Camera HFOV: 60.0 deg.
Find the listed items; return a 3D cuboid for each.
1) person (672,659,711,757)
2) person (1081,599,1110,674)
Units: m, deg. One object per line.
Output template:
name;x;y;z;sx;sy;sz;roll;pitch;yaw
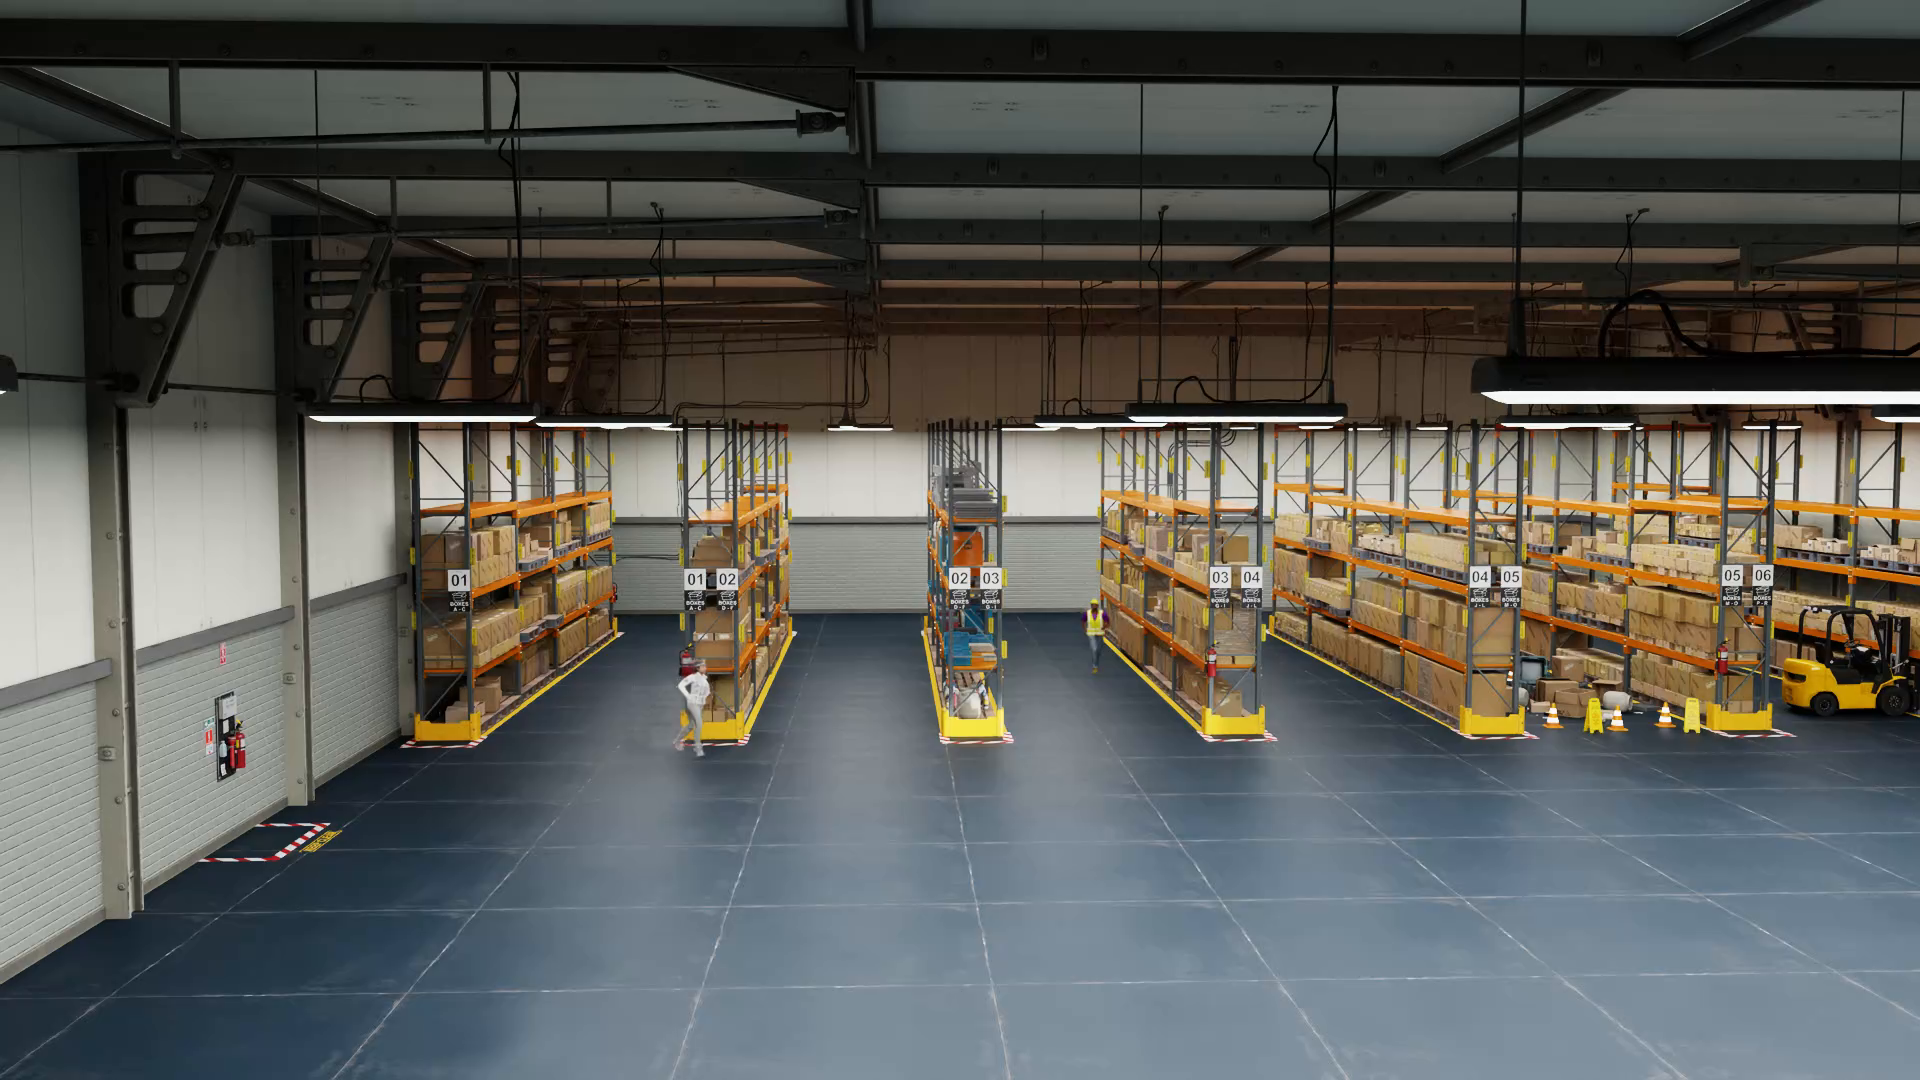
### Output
person;-4.756;2.988;29.853;0.777;1.733;0.606;2;4;27
person;3.263;2.296;39.930;0.689;1.766;0.852;0;4;0
